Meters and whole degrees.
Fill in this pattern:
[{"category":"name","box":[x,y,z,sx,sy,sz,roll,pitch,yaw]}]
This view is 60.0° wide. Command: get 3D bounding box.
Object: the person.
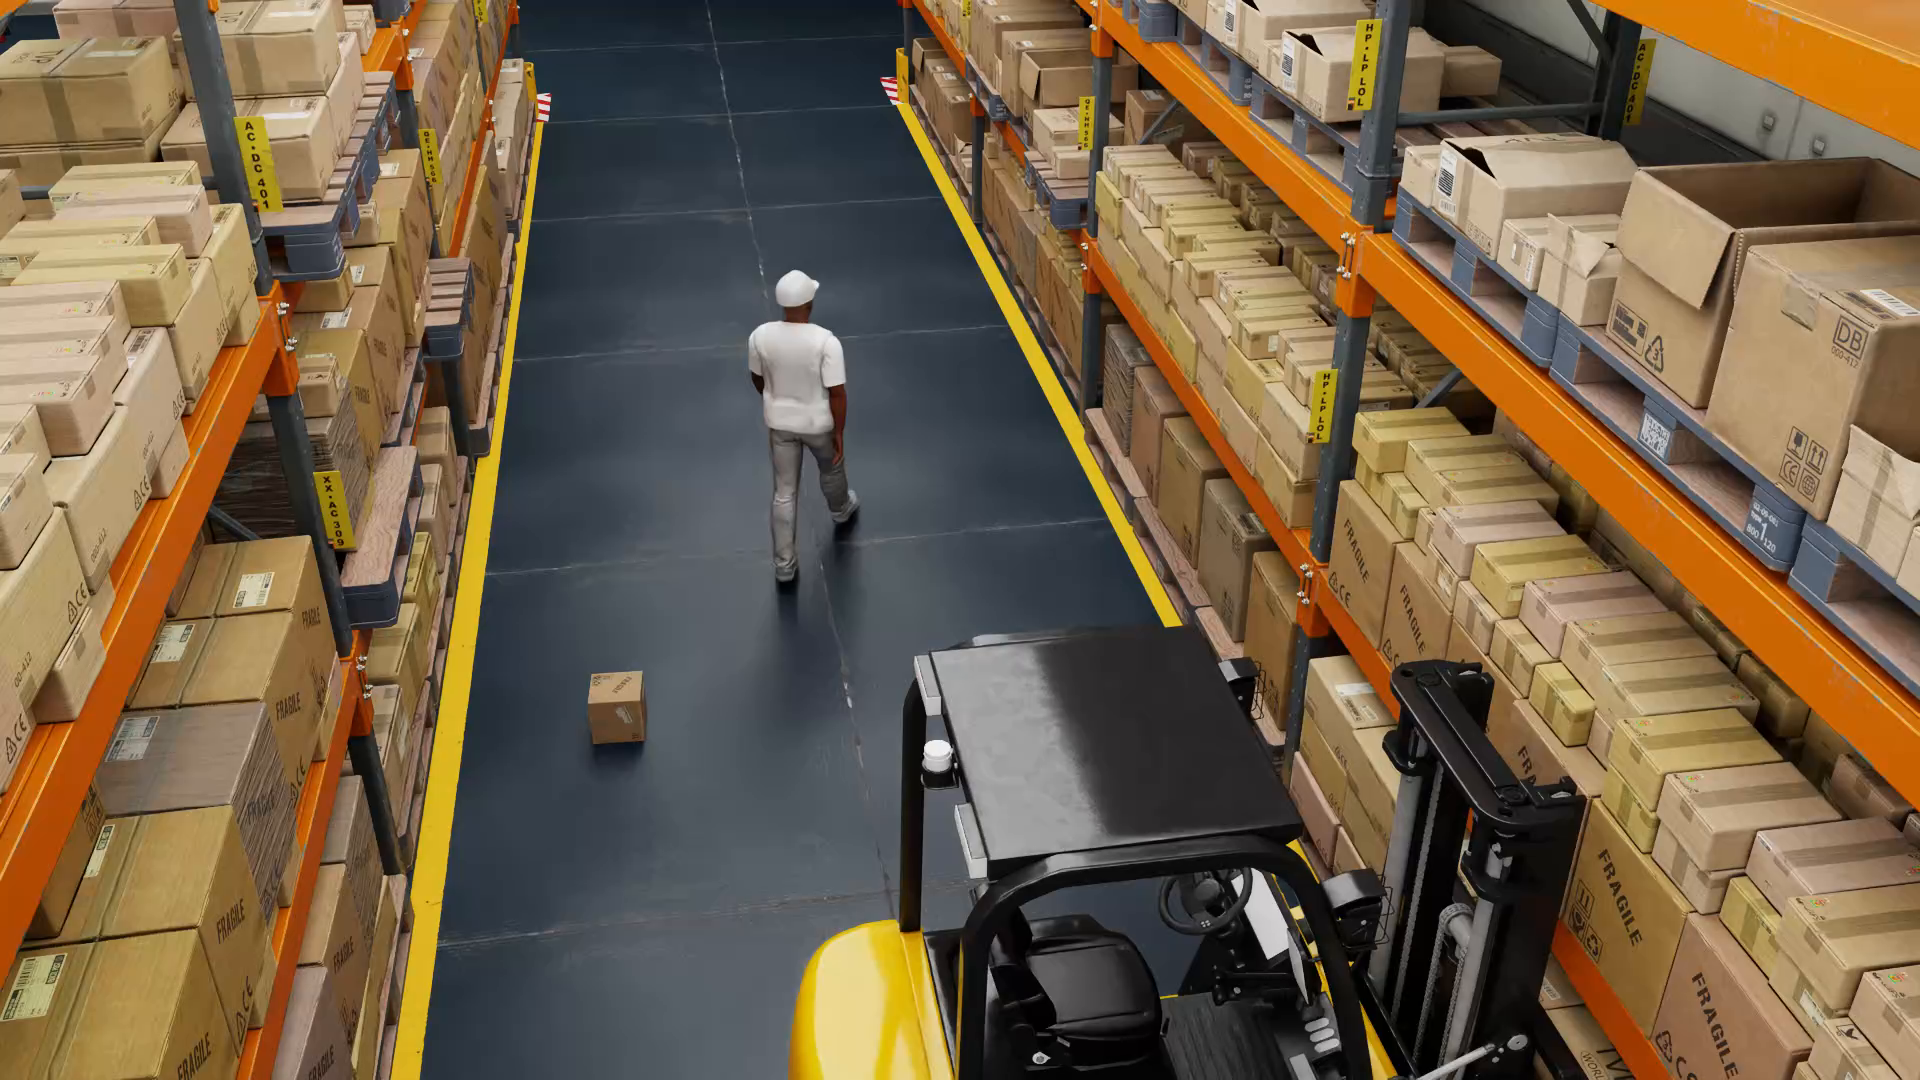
[{"category":"person","box":[-0.867,-0.730,9.321,0.580,1.701,1.053,5,31,9]}]
